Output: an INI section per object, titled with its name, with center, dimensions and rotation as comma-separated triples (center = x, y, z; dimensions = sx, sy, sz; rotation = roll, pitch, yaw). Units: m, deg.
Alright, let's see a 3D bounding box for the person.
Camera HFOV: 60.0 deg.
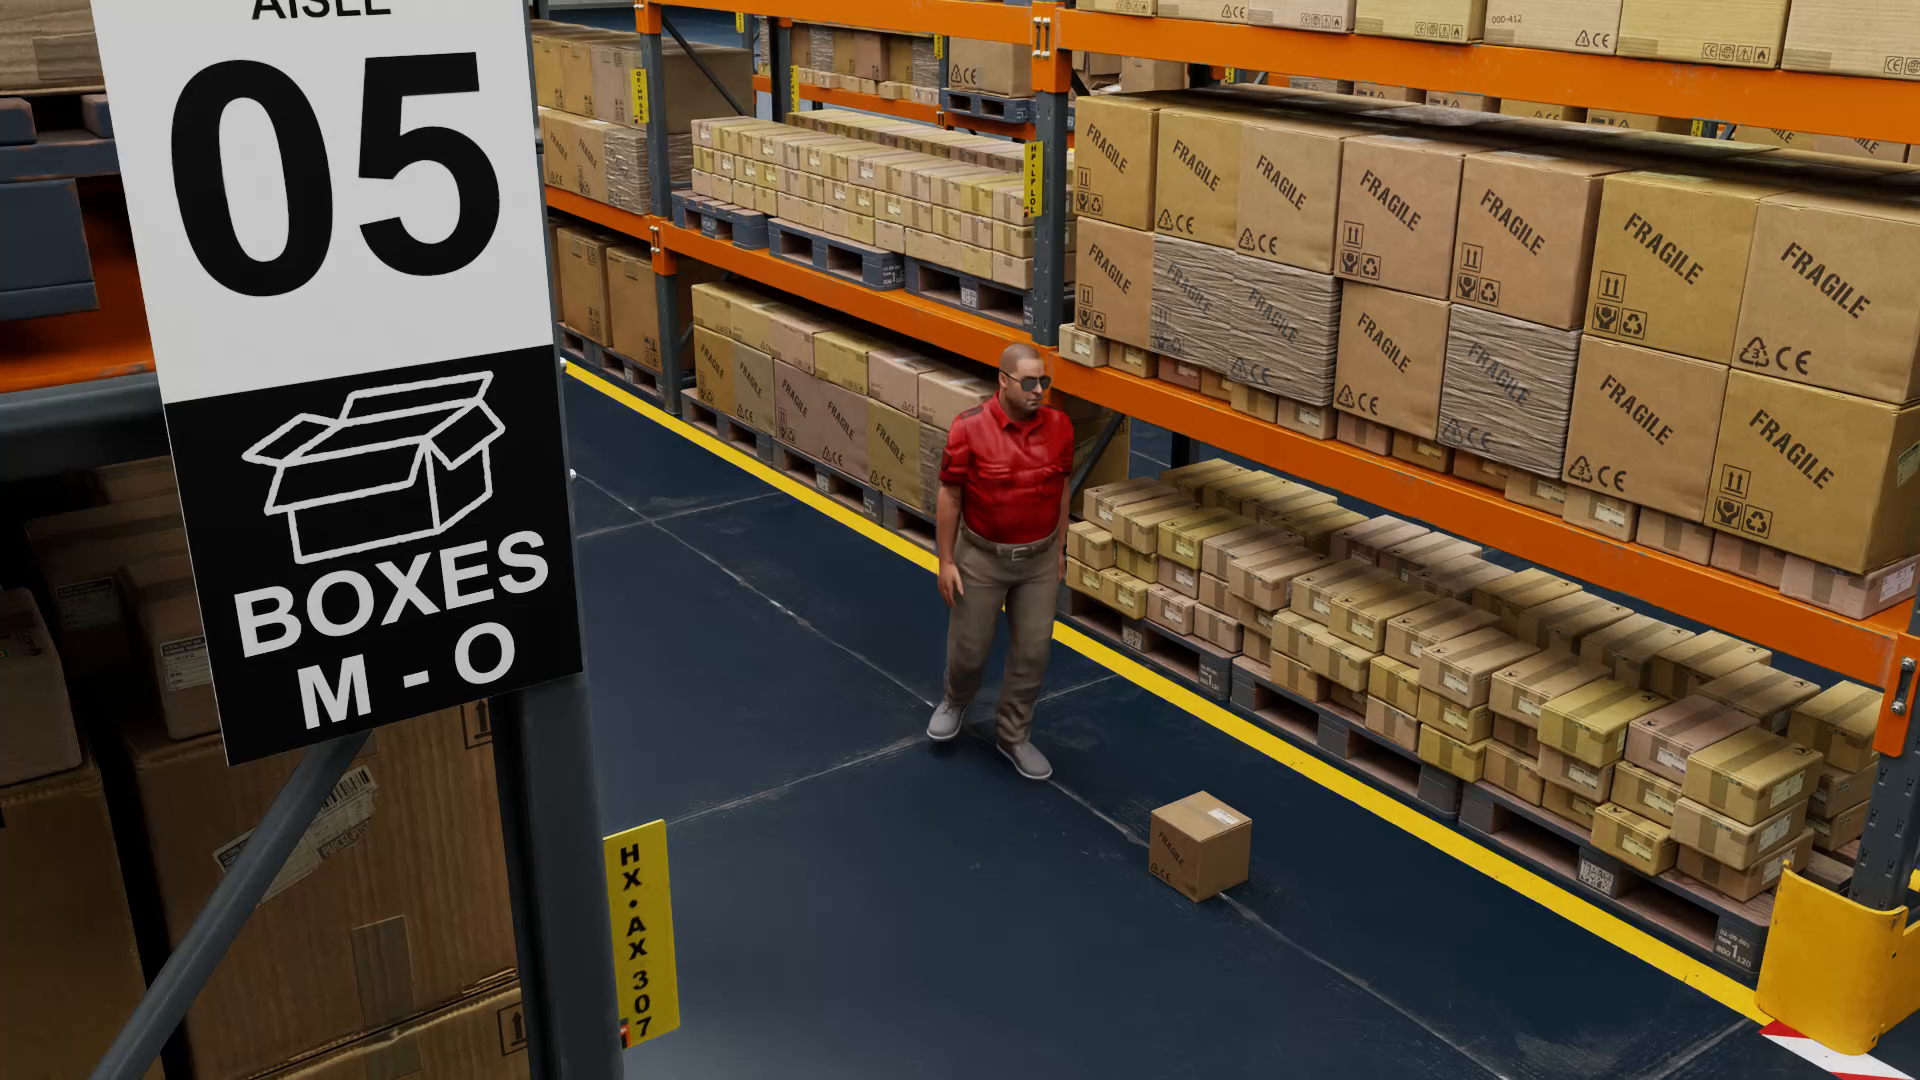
[person]
center = 0.158, 0.060, 6.461
dimensions = 0.566, 1.730, 0.588
rotation = -7, 22, -18
